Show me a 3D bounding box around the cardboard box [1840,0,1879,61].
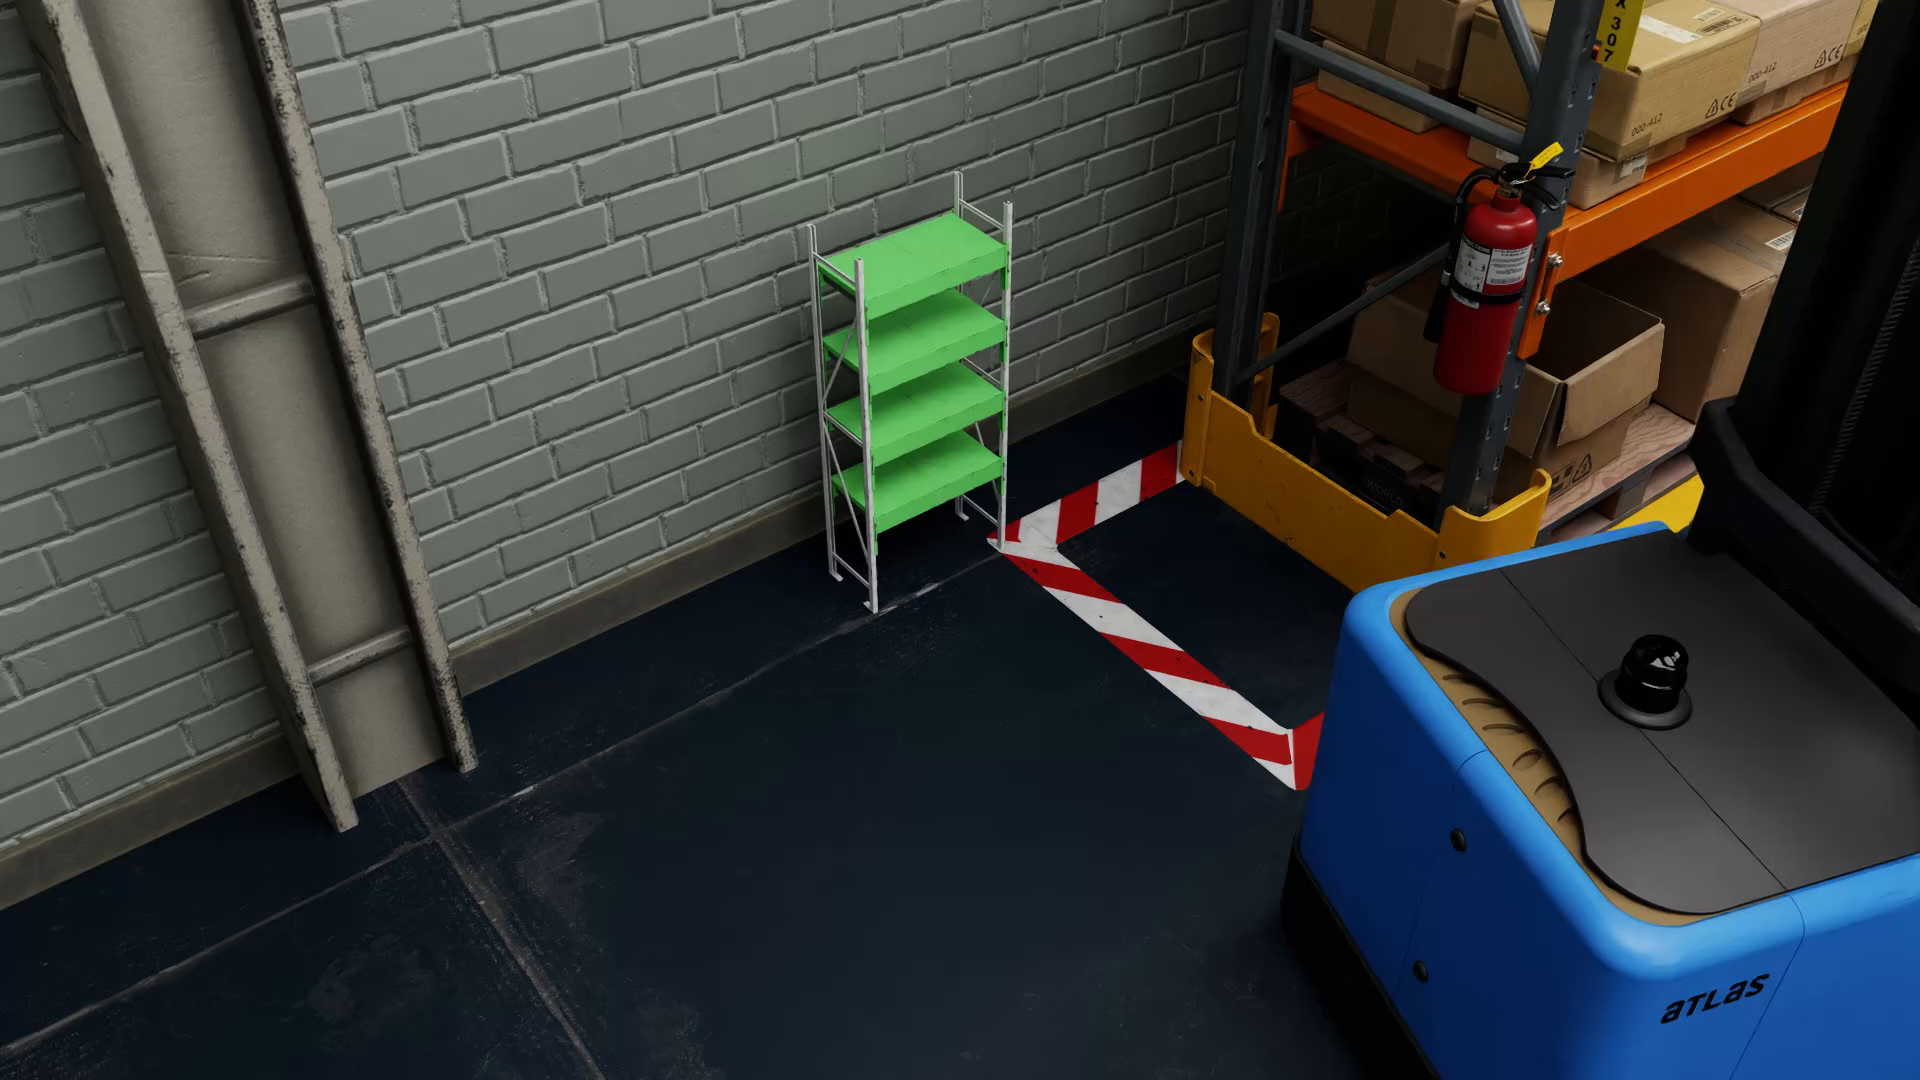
[{"bbox_3d":[2.459,-1.629,4.754,0.500,0.250,0.500,-27,46,-29],"label":"cardboard box"}]

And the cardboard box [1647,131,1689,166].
[{"bbox_3d":[1.737,-1.153,4.489,0.250,0.149,0.380,-25,45,-27],"label":"cardboard box"}]

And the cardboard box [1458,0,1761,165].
[{"bbox_3d":[1.659,-1.236,4.276,0.500,0.250,0.500,-26,46,-28],"label":"cardboard box"}]

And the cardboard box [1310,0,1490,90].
[{"bbox_3d":[1.338,-1.508,4.607,0.500,0.250,0.500,-25,45,-27],"label":"cardboard box"}]

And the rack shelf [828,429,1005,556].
[{"bbox_3d":[-0.131,-0.165,4.984,0.480,0.148,0.258,-26,46,-28],"label":"rack shelf"}]

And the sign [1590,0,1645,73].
[{"bbox_3d":[1.466,-1.201,3.667,0.005,0.325,0.100,-26,46,-28],"label":"sign"}]

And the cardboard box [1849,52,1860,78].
[{"bbox_3d":[2.615,-1.504,4.917,0.250,0.149,0.380,-27,47,-29],"label":"cardboard box"}]

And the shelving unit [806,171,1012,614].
[{"bbox_3d":[-0.131,-0.400,4.791,0.503,1.200,0.258,-26,46,-28],"label":"shelving unit"}]

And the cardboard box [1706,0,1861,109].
[{"bbox_3d":[2.059,-1.431,4.513,0.500,0.250,0.500,-25,46,-28],"label":"cardboard box"}]

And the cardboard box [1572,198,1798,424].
[{"bbox_3d":[2.380,-0.835,5.543,0.500,0.500,0.700,-24,45,-26],"label":"cardboard box"}]

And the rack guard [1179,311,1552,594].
[{"bbox_3d":[1.196,-0.202,5.103,0.348,0.500,1.175,-26,46,-28],"label":"rack guard"}]

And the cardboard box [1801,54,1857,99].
[{"bbox_3d":[2.369,-1.444,4.844,0.250,0.149,0.380,-25,46,-27],"label":"cardboard box"}]

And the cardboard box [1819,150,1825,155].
[{"bbox_3d":[3.203,-1.236,6.032,0.500,0.500,0.700,-28,47,-30],"label":"cardboard box"}]

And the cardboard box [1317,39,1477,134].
[{"bbox_3d":[1.235,-1.305,4.674,0.250,0.149,0.380,-27,46,-29],"label":"cardboard box"}]

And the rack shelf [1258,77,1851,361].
[{"bbox_3d":[2.721,-1.634,5.444,4.000,0.370,1.077,-26,46,-28],"label":"rack shelf"}]

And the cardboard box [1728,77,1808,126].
[{"bbox_3d":[2.162,-1.339,4.715,0.250,0.149,0.380,-25,45,-27],"label":"cardboard box"}]

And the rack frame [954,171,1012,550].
[{"bbox_3d":[0.062,-0.494,4.906,0.015,1.200,0.240,-26,46,-28],"label":"rack frame"}]

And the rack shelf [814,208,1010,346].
[{"bbox_3d":[-0.131,-0.722,4.527,0.480,0.148,0.258,-26,46,-28],"label":"rack shelf"}]

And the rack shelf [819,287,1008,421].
[{"bbox_3d":[-0.131,-0.536,4.680,0.480,0.148,0.258,-26,46,-28],"label":"rack shelf"}]

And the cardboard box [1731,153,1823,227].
[{"bbox_3d":[2.860,-0.989,5.730,0.500,0.500,0.500,-25,46,-27],"label":"cardboard box"}]

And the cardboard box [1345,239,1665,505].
[{"bbox_3d":[1.678,-0.525,5.163,0.637,0.503,0.797,-28,47,-30],"label":"cardboard box"}]

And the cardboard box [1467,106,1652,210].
[{"bbox_3d":[1.563,-1.031,4.340,0.250,0.149,0.380,-26,46,-28],"label":"cardboard box"}]

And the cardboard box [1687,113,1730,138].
[{"bbox_3d":[1.924,-1.272,4.634,0.250,0.149,0.380,-27,46,-29],"label":"cardboard box"}]

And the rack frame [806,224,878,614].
[{"bbox_3d":[-0.325,-0.306,4.676,0.015,1.200,0.240,-26,46,-28],"label":"rack frame"}]

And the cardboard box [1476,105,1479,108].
[{"bbox_3d":[1.473,-1.373,4.756,0.250,0.149,0.380,-25,45,-27],"label":"cardboard box"}]

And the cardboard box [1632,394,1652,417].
[{"bbox_3d":[2.039,-0.533,5.451,0.250,0.149,0.380,-28,47,-30],"label":"cardboard box"}]

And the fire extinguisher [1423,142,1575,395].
[{"bbox_3d":[1.300,-0.676,4.064,0.183,0.674,0.296,-26,46,-28],"label":"fire extinguisher"}]

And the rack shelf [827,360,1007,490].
[{"bbox_3d":[-0.131,-0.351,4.832,0.480,0.148,0.258,-26,46,-28],"label":"rack shelf"}]

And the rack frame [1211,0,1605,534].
[{"bbox_3d":[1.135,-1.139,4.274,0.127,3.000,1.000,-26,46,-28],"label":"rack frame"}]

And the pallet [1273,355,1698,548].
[{"bbox_3d":[1.827,-0.399,5.570,1.213,0.211,1.003,-26,46,-28],"label":"pallet"}]

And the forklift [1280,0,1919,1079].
[{"bbox_3d":[2.353,-0.200,3.183,3.031,2.935,1.130,-12,41,-14],"label":"forklift"}]
